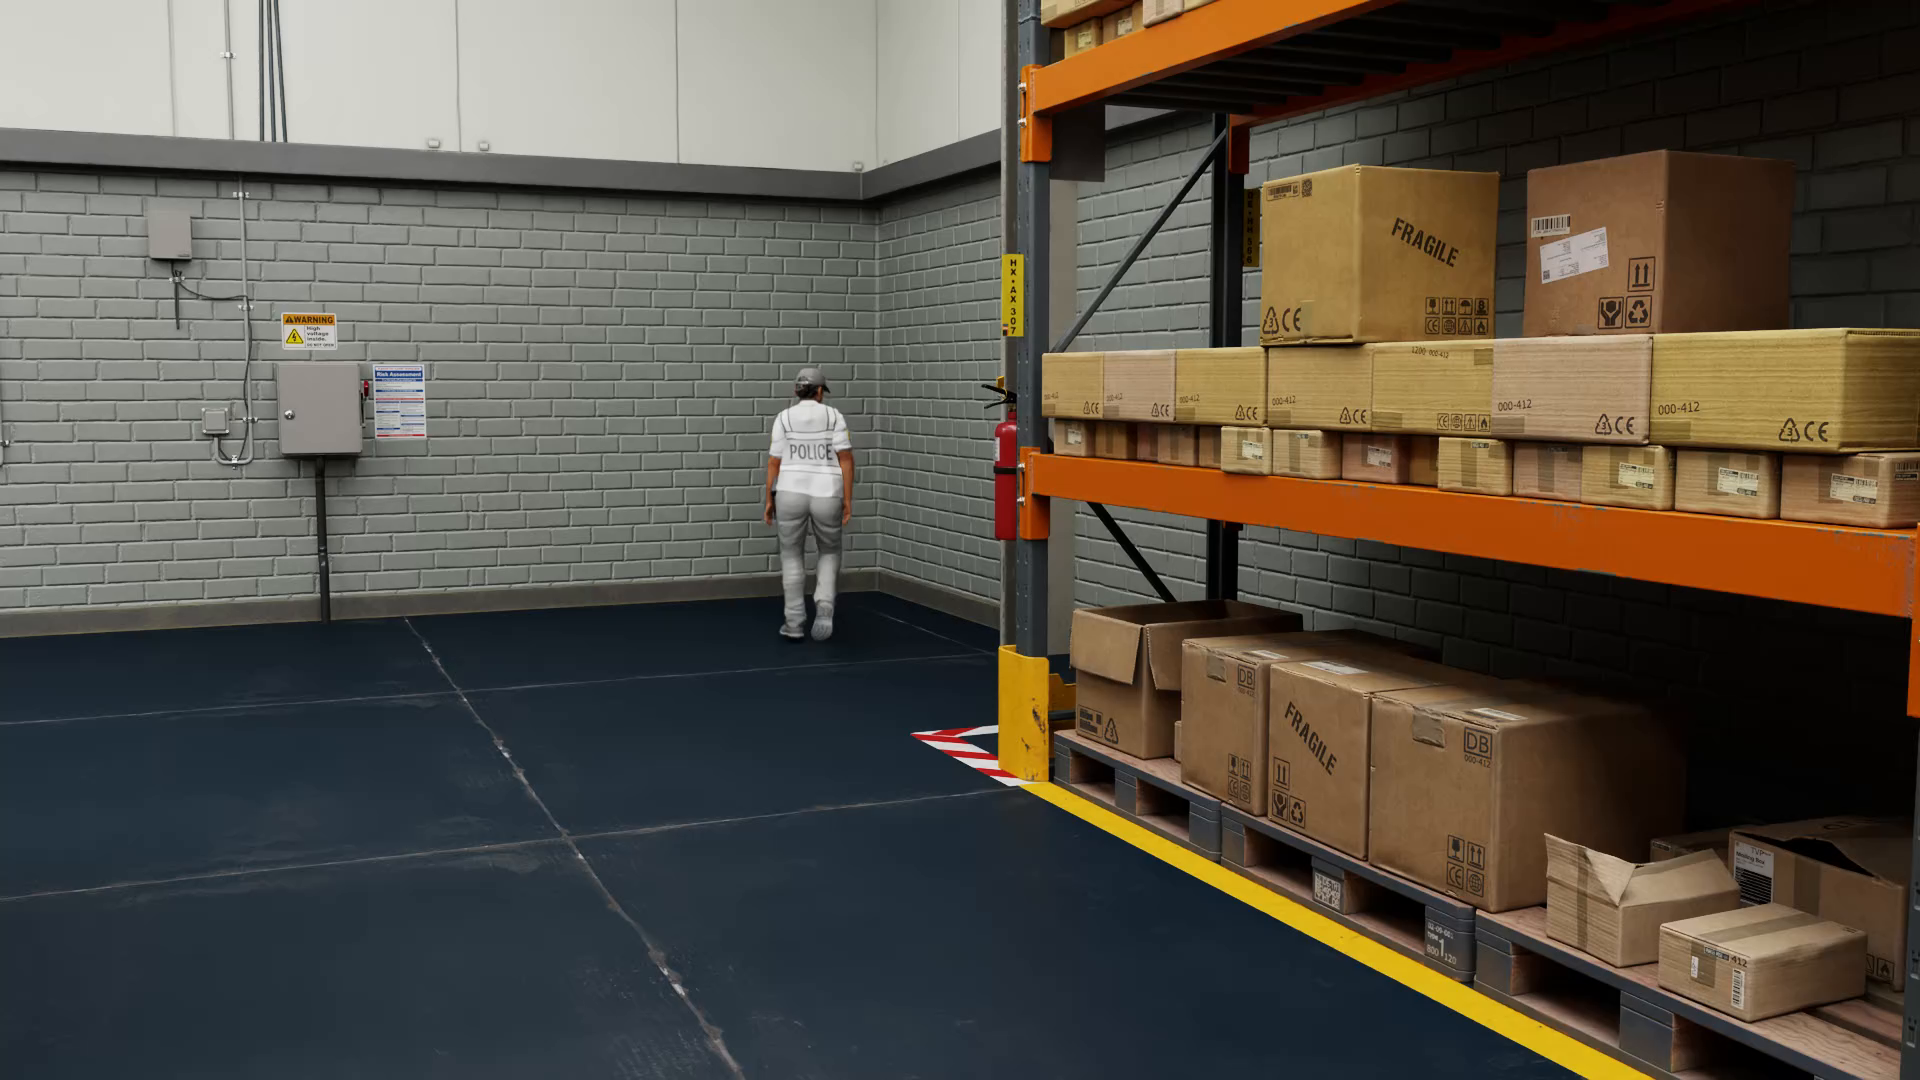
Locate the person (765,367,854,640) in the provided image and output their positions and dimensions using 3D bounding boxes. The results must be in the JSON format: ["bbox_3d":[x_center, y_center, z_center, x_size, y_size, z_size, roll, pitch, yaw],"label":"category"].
[{"bbox_3d":[-0.913,-0.219,10.130,0.531,1.662,0.460,-1,6,-11],"label":"person"}]
